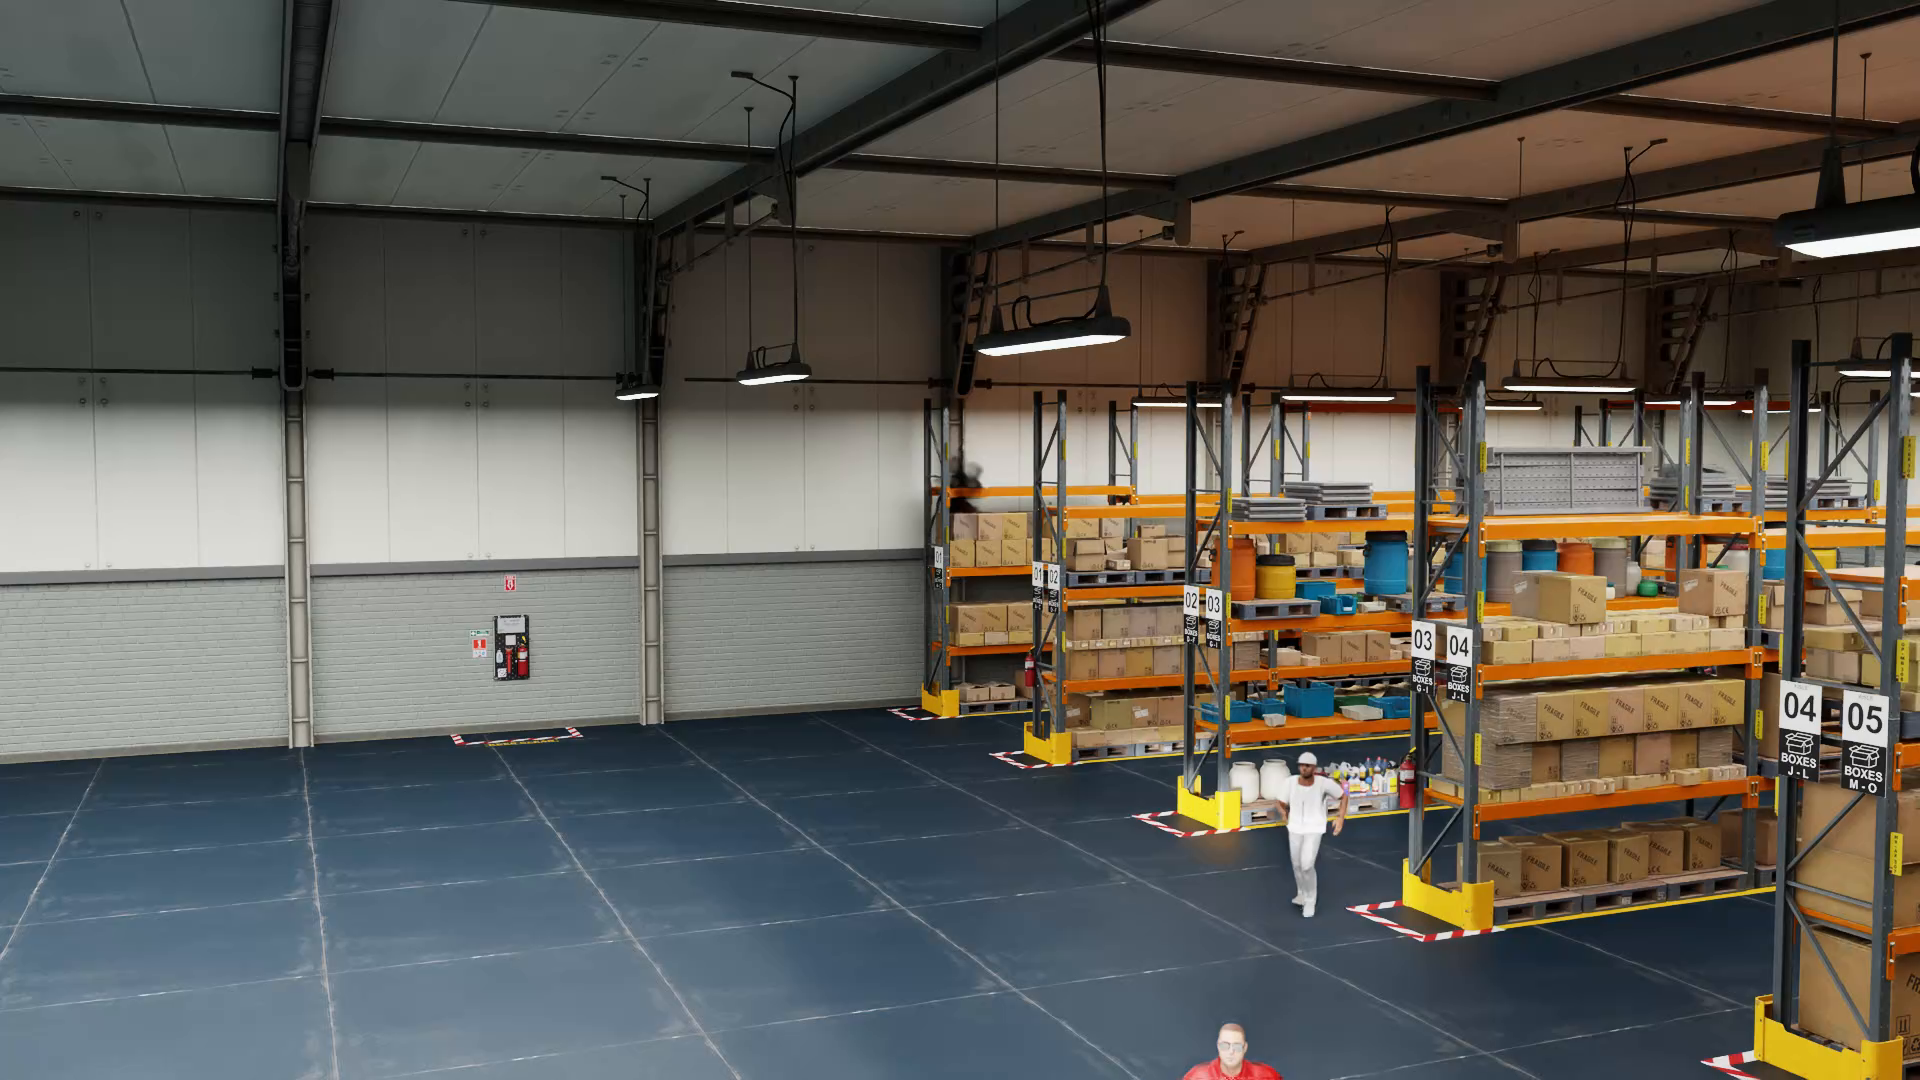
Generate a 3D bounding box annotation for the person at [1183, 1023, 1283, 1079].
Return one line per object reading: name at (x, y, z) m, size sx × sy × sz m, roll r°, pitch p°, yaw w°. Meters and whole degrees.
person at (1.591, 3.700, 9.809) m, size 0.690 × 1.739 × 0.944 m, roll 1°, pitch 3°, yaw 10°

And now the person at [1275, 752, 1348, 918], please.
person at (3.810, 3.225, 18.219) m, size 0.738 × 1.819 × 0.715 m, roll 2°, pitch 4°, yaw 31°
